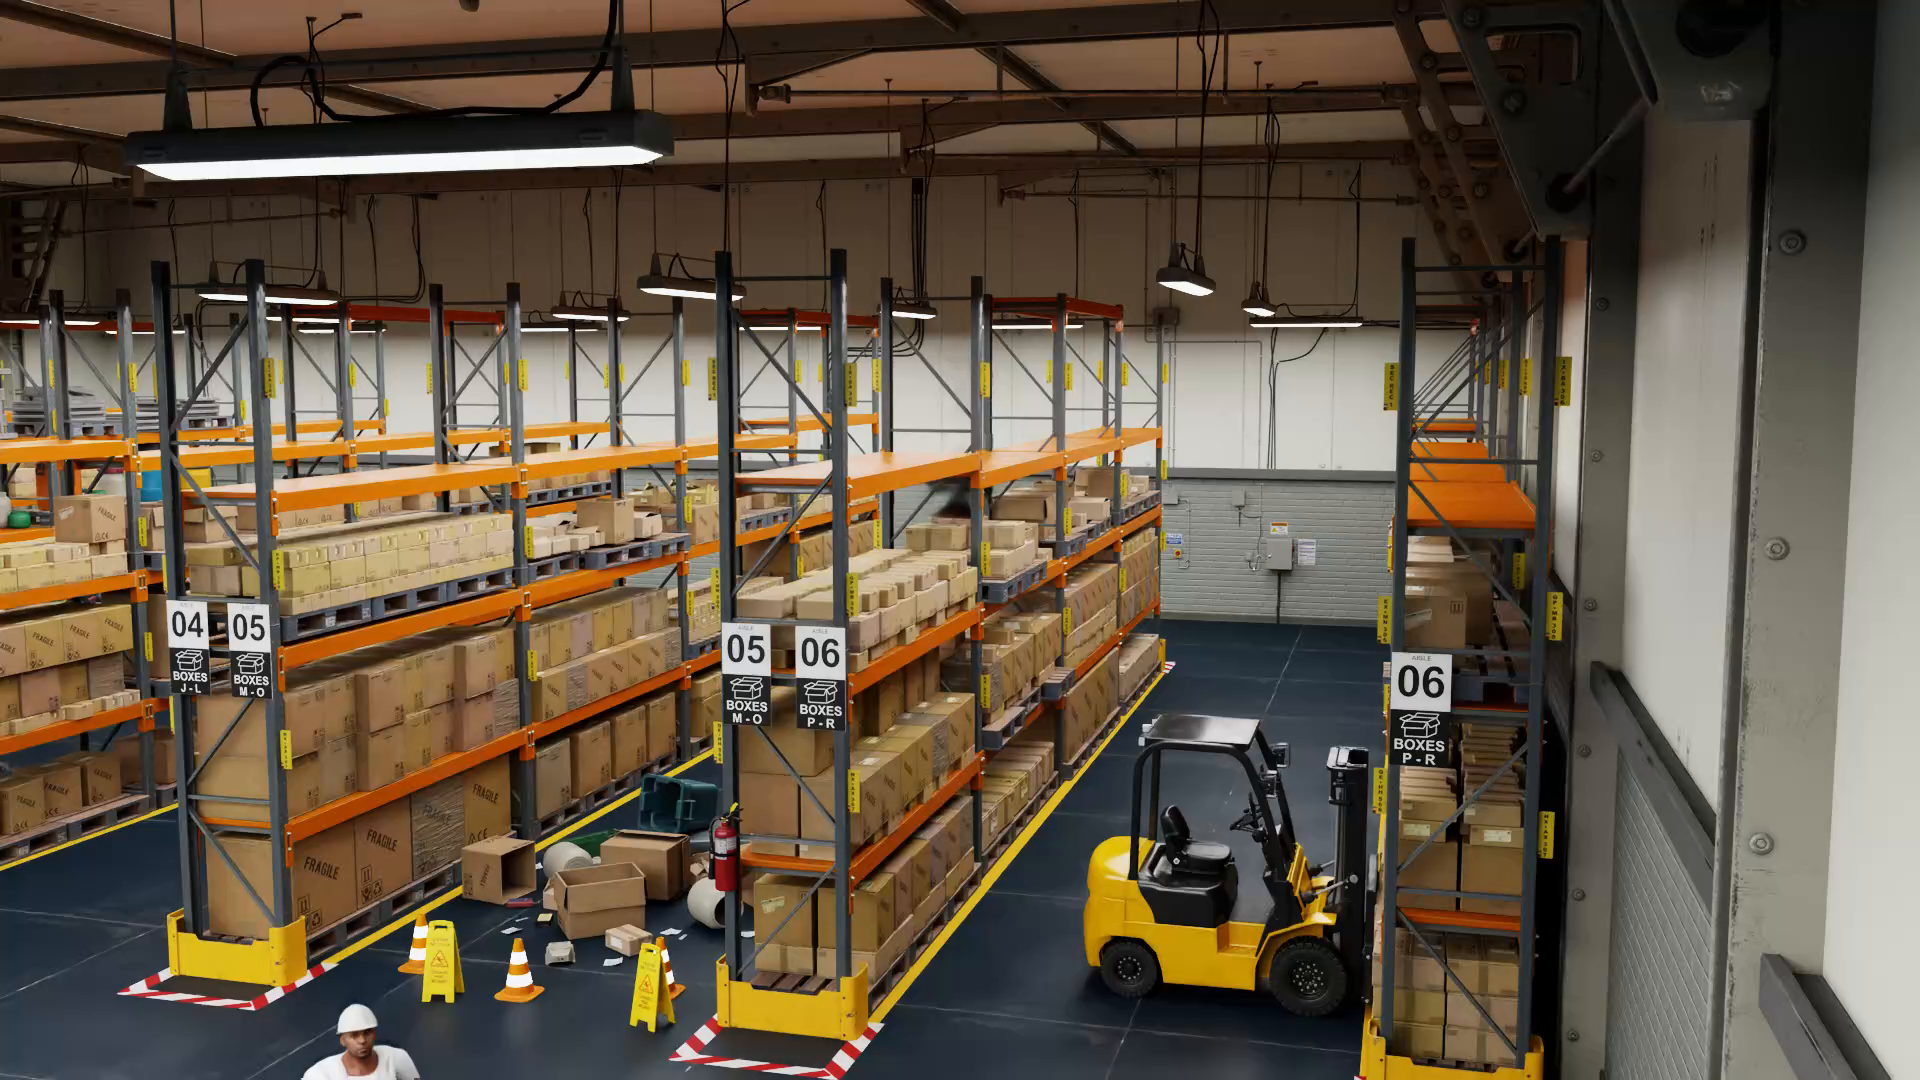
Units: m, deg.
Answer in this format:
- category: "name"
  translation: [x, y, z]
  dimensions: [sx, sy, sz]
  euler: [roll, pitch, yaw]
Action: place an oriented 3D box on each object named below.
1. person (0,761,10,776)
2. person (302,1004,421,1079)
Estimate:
- category: "person"
  translation: [-11.452, 2.262, 19.289]
  dimensions: [0.628, 1.778, 1.127]
  euler: [1, 6, 11]
- category: "person"
  translation: [-3.246, 3.363, 9.046]
  dimensions: [0.705, 1.725, 0.601]
  euler: [-4, 7, -32]
